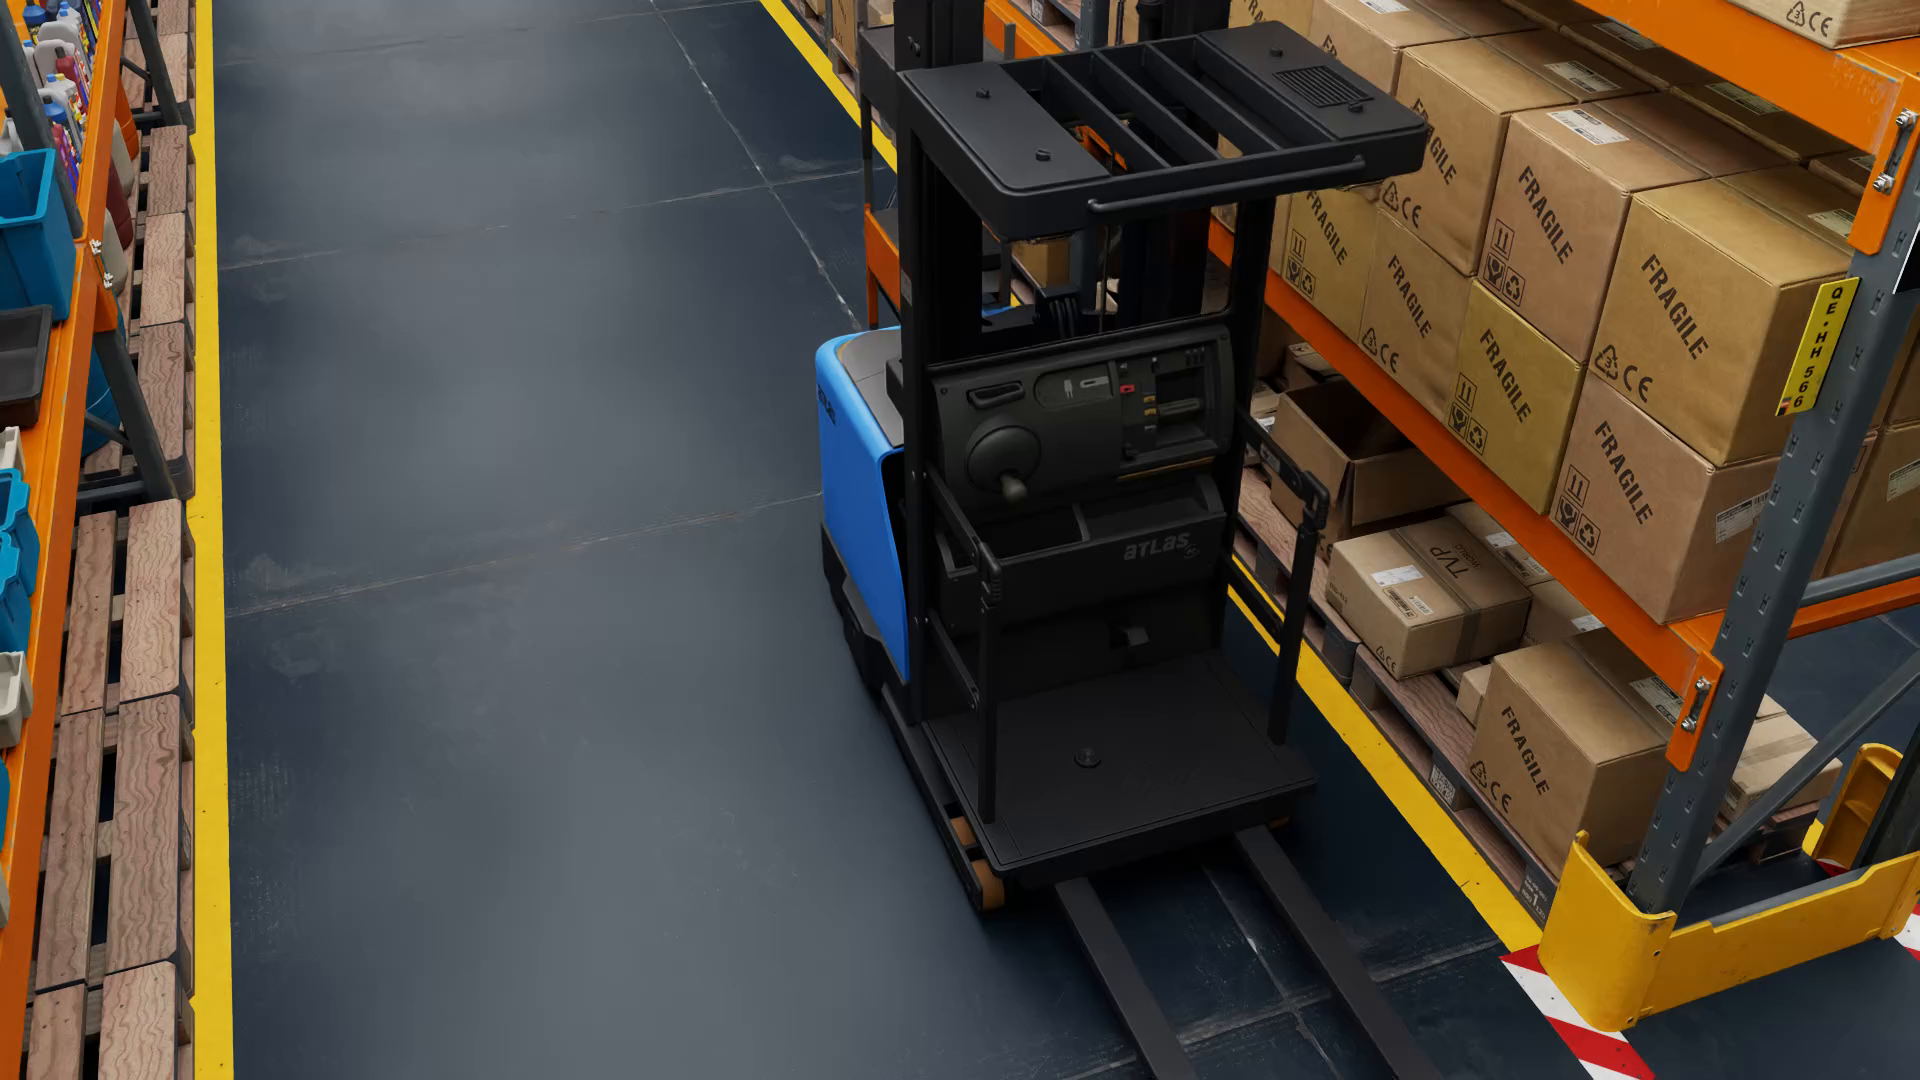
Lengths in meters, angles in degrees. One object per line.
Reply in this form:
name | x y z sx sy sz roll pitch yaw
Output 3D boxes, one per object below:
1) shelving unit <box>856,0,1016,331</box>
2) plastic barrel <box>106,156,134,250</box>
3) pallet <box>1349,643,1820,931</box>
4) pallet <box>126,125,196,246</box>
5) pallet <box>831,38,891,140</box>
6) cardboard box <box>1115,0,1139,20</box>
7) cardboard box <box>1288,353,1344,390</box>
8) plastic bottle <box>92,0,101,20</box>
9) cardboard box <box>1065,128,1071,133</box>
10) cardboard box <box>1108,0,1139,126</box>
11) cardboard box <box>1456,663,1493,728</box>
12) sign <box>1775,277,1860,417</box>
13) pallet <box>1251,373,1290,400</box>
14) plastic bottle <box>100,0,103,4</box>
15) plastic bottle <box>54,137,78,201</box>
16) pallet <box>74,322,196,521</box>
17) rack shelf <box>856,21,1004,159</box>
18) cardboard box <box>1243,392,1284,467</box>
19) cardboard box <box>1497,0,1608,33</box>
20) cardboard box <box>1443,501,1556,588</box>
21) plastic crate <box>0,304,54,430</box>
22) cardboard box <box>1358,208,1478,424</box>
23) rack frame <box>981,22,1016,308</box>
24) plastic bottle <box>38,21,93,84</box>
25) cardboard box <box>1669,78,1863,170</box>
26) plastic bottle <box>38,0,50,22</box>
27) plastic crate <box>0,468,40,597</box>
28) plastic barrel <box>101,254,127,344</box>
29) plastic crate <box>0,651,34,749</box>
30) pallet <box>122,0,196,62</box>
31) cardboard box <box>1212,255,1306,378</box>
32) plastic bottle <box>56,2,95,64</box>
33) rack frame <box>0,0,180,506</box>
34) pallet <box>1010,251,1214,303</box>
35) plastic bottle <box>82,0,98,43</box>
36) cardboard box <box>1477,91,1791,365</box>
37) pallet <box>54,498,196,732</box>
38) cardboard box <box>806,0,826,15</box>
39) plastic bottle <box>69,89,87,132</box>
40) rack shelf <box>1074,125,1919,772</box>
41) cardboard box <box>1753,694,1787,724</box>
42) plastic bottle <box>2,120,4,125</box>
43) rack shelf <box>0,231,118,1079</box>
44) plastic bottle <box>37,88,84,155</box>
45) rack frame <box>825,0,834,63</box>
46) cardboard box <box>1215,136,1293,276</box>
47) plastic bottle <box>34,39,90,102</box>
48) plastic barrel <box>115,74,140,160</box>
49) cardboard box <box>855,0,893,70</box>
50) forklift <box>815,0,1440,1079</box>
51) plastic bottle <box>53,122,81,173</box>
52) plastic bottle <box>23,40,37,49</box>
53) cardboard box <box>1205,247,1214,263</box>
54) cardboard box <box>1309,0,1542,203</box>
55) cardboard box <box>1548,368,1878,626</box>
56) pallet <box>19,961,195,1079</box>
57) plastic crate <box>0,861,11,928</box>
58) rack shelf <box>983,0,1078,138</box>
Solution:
shelving unit | -0.088 -0.984 6.311 0.431 2.100 0.503 -12 39 -16
plastic barrel | -4.461 -1.716 8.191 0.600 0.588 0.708 -12 39 -16
pallet | 2.070 0.694 5.653 1.003 0.211 1.213 -12 39 -16
pallet | -4.723 -1.872 9.060 1.003 0.211 1.213 -12 39 -16
pallet | -0.160 -2.902 10.428 1.003 0.211 1.213 -12 39 -16
cardboard box | 0.893 -2.301 6.398 0.500 0.500 0.500 -11 38 -15
cardboard box | 1.716 -0.601 6.924 0.500 0.311 0.500 -12 39 -16
plastic bottle | -4.100 -2.590 7.792 0.061 0.283 0.133 -12 39 -16
cardboard box | 0.394 -1.864 8.443 0.500 0.500 0.500 -12 39 -16
cardboard box | 0.915 -1.882 6.672 0.500 0.500 0.500 -11 38 -15
cardboard box | 1.898 0.526 5.548 0.380 0.166 0.250 -12 39 -16
sign | 1.844 -0.412 3.579 0.100 0.325 0.005 -12 39 -16
pallet | 1.231 -0.684 7.483 1.003 0.211 1.213 -12 39 -16
plastic bottle | -4.191 -2.674 7.972 0.097 0.201 0.097 0 37 0
plastic bottle | -3.383 -1.412 6.228 0.061 0.283 0.133 -12 39 -16
pallet | -3.883 -0.494 7.230 1.003 0.211 1.213 -12 39 -16
rack shelf | -0.088 -1.532 5.898 0.431 0.518 0.480 -12 39 -16
cardboard box | 1.244 -0.462 6.859 0.380 0.166 0.250 -12 39 -16
cardboard box | 1.936 -1.535 5.381 0.500 0.500 0.500 -13 39 -16
cardboard box | 2.107 0.065 6.090 0.500 0.250 0.500 -12 39 -16
plastic crate | -3.020 -0.500 5.100 0.437 0.125 0.590 -12 39 -16
cardboard box | 1.614 -0.739 5.154 0.500 0.500 0.500 -12 39 -16
rack frame | -0.004 -0.846 6.128 0.400 2.100 0.015 -12 39 -16
plastic bottle | -3.857 -2.108 7.158 0.152 0.276 0.135 -12 39 -16
cardboard box | 2.279 -0.965 4.624 0.500 0.500 0.500 -12 39 -15
plastic bottle | -4.172 -2.456 7.614 0.061 0.283 0.133 -12 39 -16
plastic crate | -2.613 0.019 4.321 0.416 0.233 0.300 -12 39 -16
plastic barrel | -4.072 -1.203 7.249 0.600 0.901 0.708 -12 39 -16
plastic crate | -2.322 0.389 3.910 0.250 0.136 0.298 -12 39 -16
pallet | -5.680 -3.442 11.145 1.003 0.211 1.213 -12 39 -16
cardboard box | 1.458 -1.100 7.430 0.500 0.500 0.500 -12 39 -16
plastic bottle | -3.905 -2.232 7.327 0.097 0.271 0.097 0 37 0
rack frame | -3.657 -1.163 5.801 1.000 3.000 0.127 -12 39 -16
pallet | 0.680 -1.524 8.598 1.003 0.211 1.213 -12 39 -16
plastic bottle | -3.991 -2.410 7.554 0.061 0.283 0.133 -12 39 -16
cardboard box | 1.786 -0.846 4.465 0.500 0.500 0.500 -11 38 -15
pallet | -3.368 0.358 6.099 1.003 0.211 1.213 -12 39 -16
cardboard box | -0.791 -3.762 11.188 0.500 0.250 0.500 -12 39 -15
plastic bottle | -3.632 -1.757 6.754 0.097 0.201 0.097 0 37 0
rack shelf | 1.683 -0.769 5.876 1.077 0.370 4.000 -12 39 -16
cardboard box | 2.464 0.580 5.476 0.380 0.166 0.250 -12 39 -16
plastic bottle | -3.695 -1.594 6.538 0.097 0.201 0.097 0 37 0
rack shelf | -2.969 0.254 4.517 1.077 0.370 4.000 -12 39 -16
plastic bottle | -3.584 -1.660 6.564 0.152 0.276 0.135 -12 39 -16
rack frame | -0.381 -4.446 10.159 1.000 3.000 0.127 -12 39 -16
cardboard box | 1.264 -1.310 5.913 0.500 0.500 0.500 -13 39 -16
plastic bottle | -3.777 -1.977 6.984 0.152 0.276 0.135 -12 39 -16
plastic barrel | -4.849 -2.451 8.965 0.600 0.830 0.708 -12 39 -16
cardboard box | -0.308 -3.012 9.968 0.500 0.500 0.500 -14 39 -18
forklift | 0.452 -0.294 4.705 1.130 2.935 3.031 -12 39 -16
plastic bottle | -3.485 -1.516 6.434 0.097 0.201 0.097 0 37 0
plastic bottle | -3.968 -2.042 7.132 0.097 0.201 0.097 0 37 0
cardboard box | 1.057 -1.687 8.209 0.500 0.500 0.500 -14 39 -18
cardboard box | 1.426 -1.428 5.238 0.500 0.500 0.500 -11 38 -15
cardboard box | 1.962 -0.163 4.390 0.500 0.500 0.500 -11 38 -15
pallet | -2.528 1.737 4.269 1.003 0.211 1.213 -12 39 -16
plastic crate | -2.089 0.772 3.401 0.250 0.136 0.298 -12 39 -16
rack shelf | 0.307 -3.029 8.876 1.077 0.370 4.000 -12 39 -16
